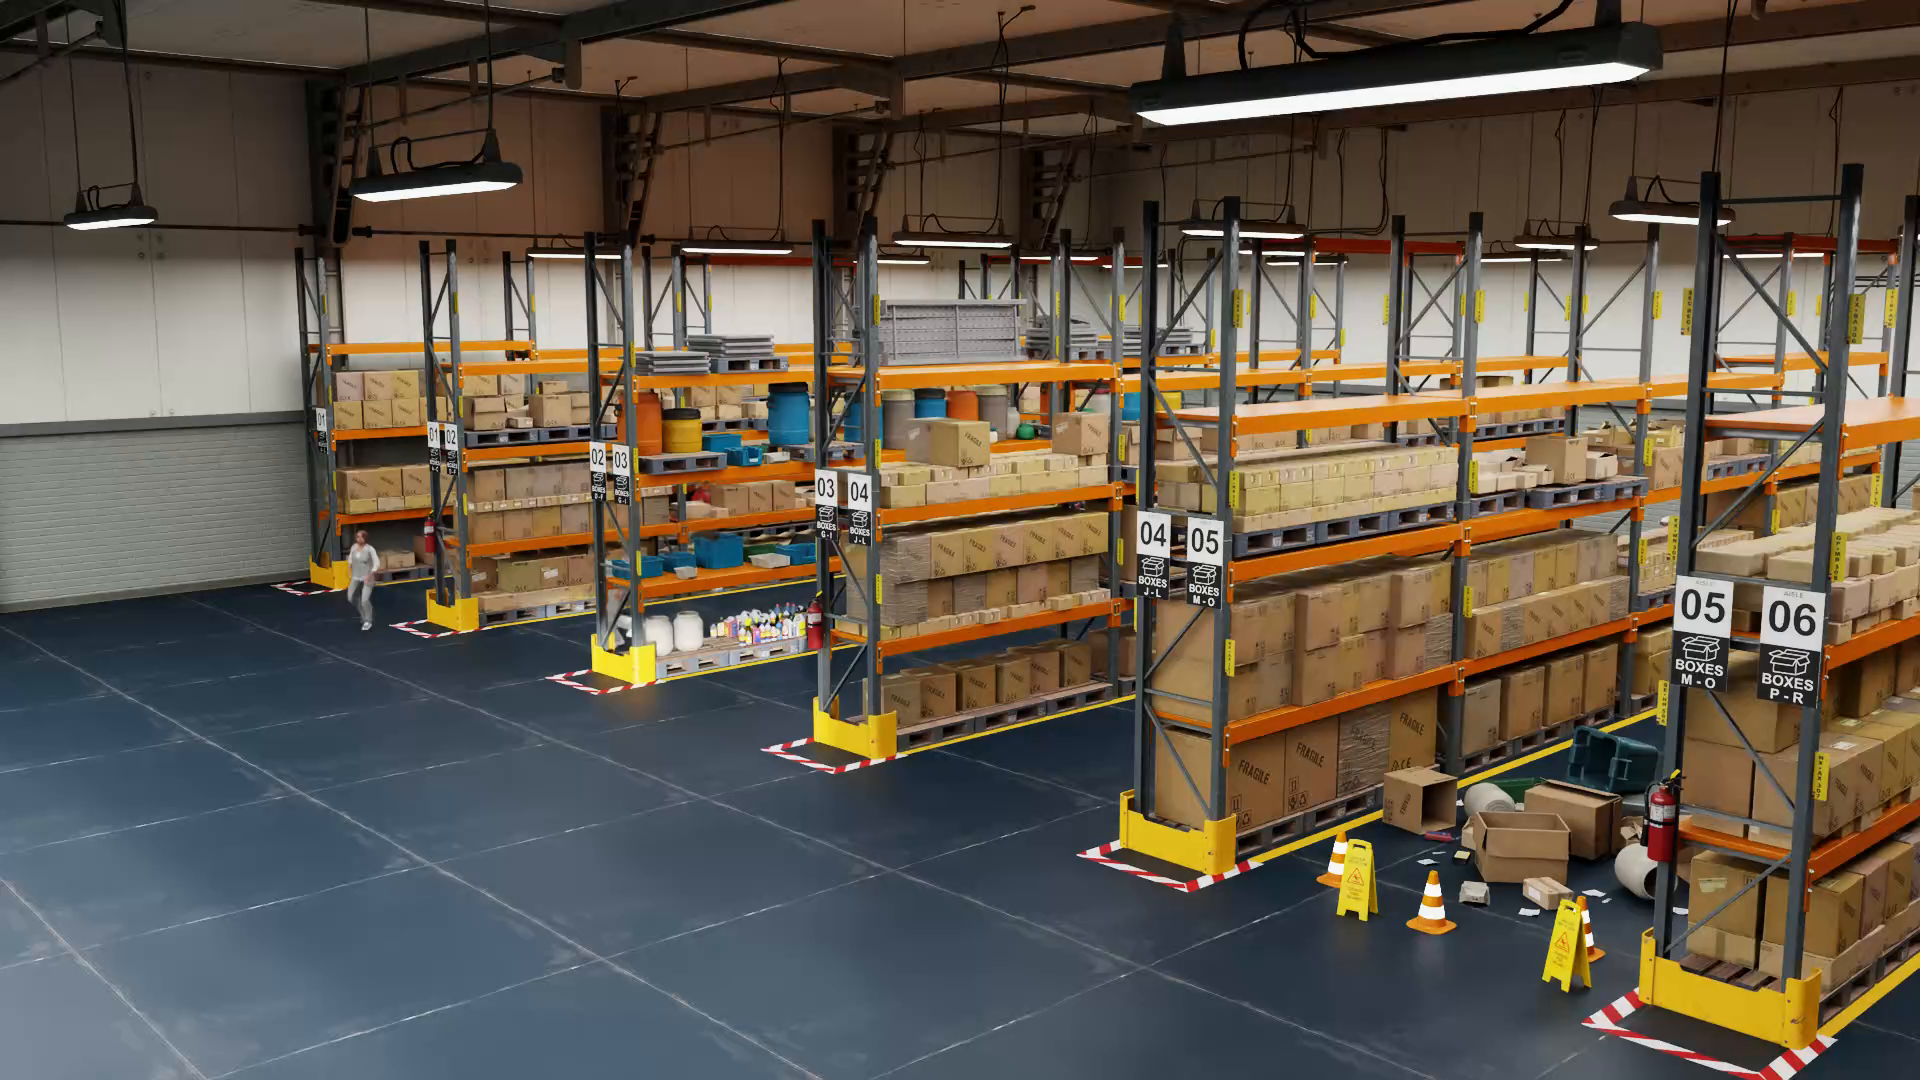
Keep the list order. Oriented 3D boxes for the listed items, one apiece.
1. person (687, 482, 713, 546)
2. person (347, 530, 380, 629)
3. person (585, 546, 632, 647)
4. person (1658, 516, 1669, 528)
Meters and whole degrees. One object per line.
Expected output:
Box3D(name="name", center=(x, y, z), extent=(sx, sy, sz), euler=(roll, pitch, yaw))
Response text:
Box3D(name="person", center=(-4.891, -0.251, 31.396), extent=(0.616, 1.705, 0.837), euler=(8, 11, 43))
Box3D(name="person", center=(-9.300, 0.671, 25.827), extent=(0.563, 1.470, 0.472), euler=(1, 8, 9))
Box3D(name="person", center=(-5.119, 0.837, 24.464), extent=(0.747, 1.575, 0.557), euler=(-6, 10, -35))
Box3D(name="person", center=(10.980, 0.524, 25.755), extent=(0.906, 1.820, 0.664), euler=(-8, 11, -43))
